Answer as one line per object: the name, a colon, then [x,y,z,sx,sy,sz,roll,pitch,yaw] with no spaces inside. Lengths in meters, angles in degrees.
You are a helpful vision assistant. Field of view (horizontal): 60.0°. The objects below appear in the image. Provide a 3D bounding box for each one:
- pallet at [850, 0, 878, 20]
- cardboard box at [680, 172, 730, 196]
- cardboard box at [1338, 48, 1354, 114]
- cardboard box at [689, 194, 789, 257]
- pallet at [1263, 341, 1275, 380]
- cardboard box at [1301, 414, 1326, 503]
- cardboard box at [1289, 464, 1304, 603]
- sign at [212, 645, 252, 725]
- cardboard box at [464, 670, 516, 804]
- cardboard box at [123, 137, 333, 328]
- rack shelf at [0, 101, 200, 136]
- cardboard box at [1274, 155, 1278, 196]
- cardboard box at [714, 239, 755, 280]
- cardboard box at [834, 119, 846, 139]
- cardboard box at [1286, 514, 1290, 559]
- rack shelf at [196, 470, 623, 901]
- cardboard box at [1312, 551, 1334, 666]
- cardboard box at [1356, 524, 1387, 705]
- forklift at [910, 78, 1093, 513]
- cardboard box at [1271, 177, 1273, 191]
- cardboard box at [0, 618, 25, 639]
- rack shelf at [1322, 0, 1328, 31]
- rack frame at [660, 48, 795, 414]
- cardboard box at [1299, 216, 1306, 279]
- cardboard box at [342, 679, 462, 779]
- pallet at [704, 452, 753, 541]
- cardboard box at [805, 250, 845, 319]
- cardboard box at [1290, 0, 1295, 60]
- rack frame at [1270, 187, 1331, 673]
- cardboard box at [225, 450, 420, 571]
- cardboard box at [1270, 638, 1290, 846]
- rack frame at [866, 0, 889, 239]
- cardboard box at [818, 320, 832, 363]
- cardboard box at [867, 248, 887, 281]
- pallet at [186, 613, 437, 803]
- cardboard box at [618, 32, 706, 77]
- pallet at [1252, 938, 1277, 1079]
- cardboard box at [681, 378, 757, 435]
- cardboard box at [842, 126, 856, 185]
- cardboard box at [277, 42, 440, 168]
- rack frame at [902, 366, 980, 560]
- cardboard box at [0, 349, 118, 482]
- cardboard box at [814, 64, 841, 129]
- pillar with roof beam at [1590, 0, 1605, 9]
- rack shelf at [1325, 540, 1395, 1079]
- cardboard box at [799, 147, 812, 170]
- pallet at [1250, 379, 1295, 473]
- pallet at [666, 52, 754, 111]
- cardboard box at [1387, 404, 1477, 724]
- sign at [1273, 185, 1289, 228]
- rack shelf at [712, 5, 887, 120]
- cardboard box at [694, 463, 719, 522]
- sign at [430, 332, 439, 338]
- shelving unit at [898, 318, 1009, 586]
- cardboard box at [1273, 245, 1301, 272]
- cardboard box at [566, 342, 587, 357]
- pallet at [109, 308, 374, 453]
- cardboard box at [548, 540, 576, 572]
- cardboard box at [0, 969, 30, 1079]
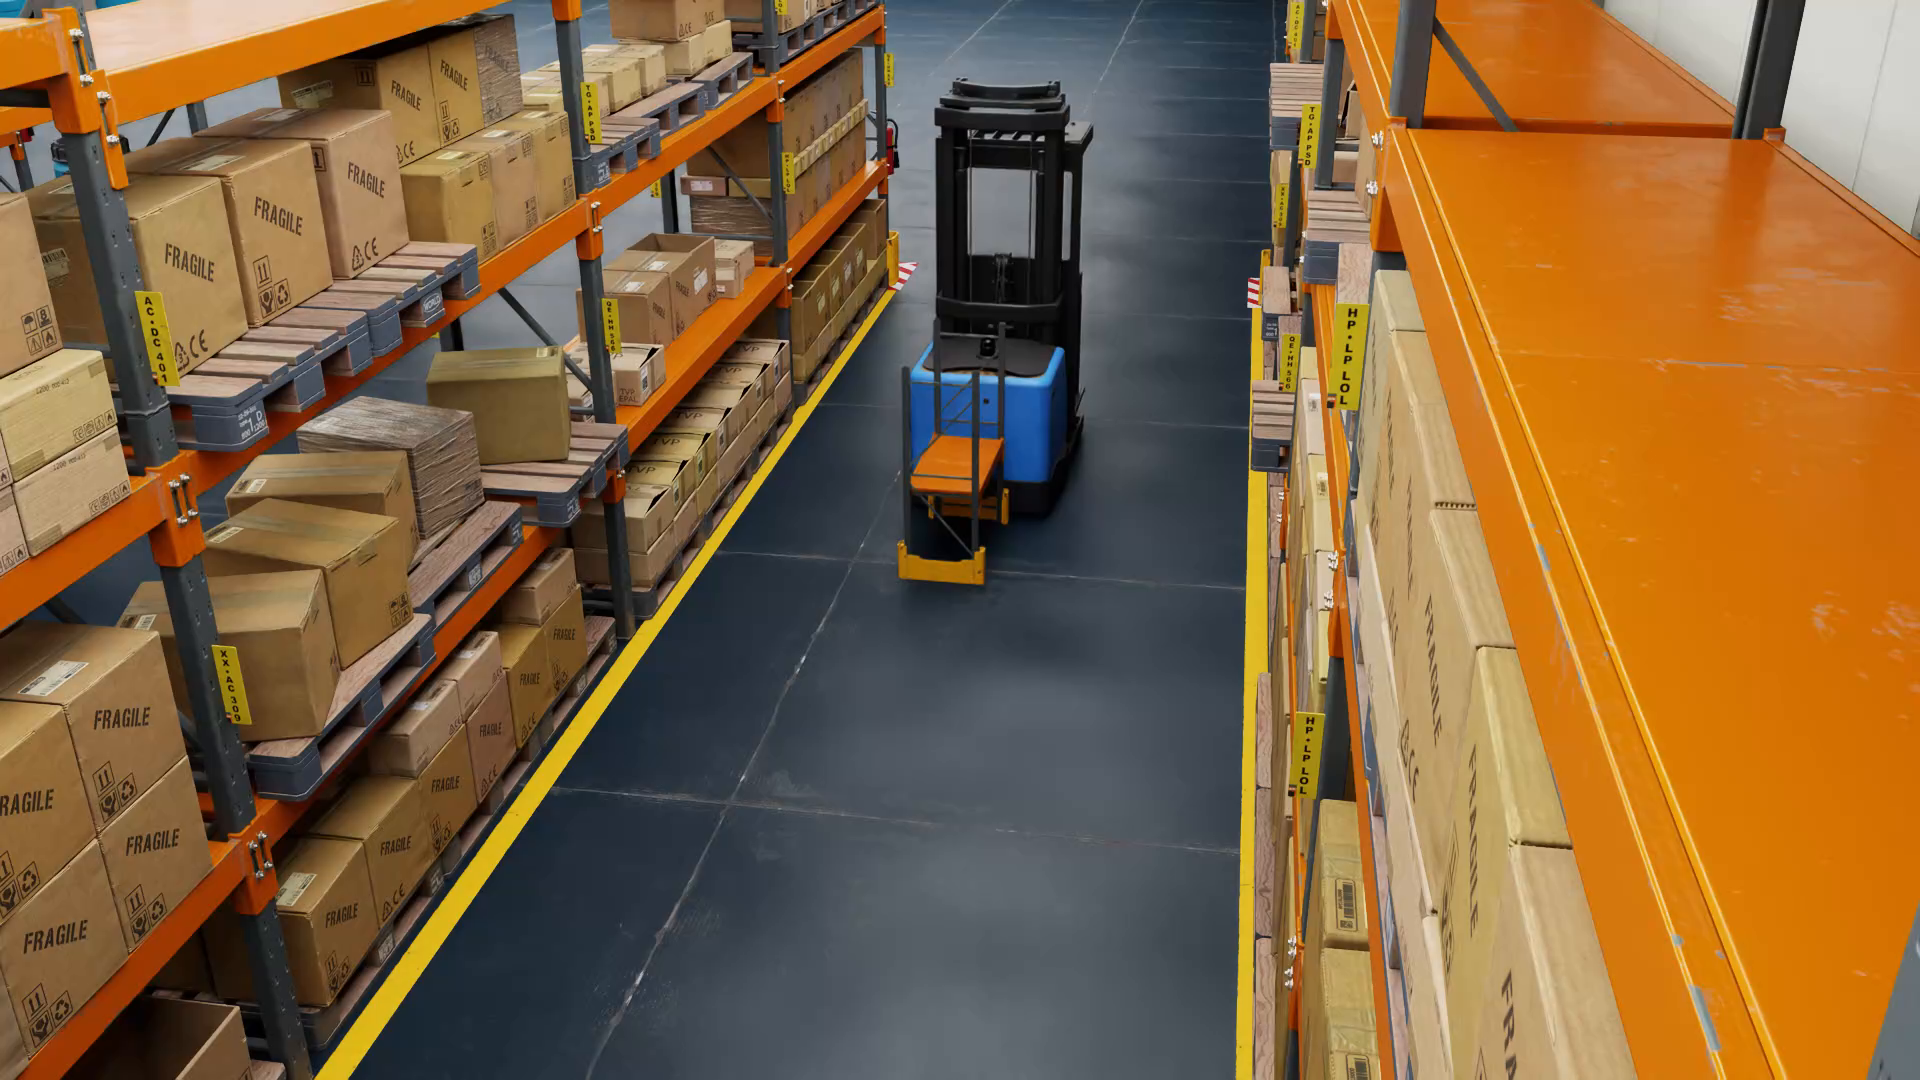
pallet: [-1.389,-5.153,15.830,1.003,0.211,1.213,4,25,9]
cardboard box: [-2.069,-2.923,13.617,0.380,0.149,0.250,4,25,8]
cardboard box: [2.616,-2.969,10.447,0.500,0.500,0.500,3,25,7]
cardboard box: [-1.836,-2.687,13.878,0.700,0.500,0.500,3,25,7]
pallet: [3.258,-1.646,15.061,1.003,0.211,1.213,4,25,9]
cardboard box: [1.838,-0.363,7.655,0.500,0.250,0.500,4,25,9]
cardboard box: [1.823,-0.019,7.803,0.500,0.500,0.500,4,25,8]
sign: [-2.673,0.533,6.096,0.100,0.325,0.005,4,25,9]
cardboard box: [-2.642,0.994,8.561,0.500,0.500,0.500,3,25,7]
cardboard box: [-2.968,-1.235,6.626,0.600,0.600,0.600,4,25,8]
rack shelf: [-7.115,-2.996,11.968,1.077,0.370,4.000,4,25,9]
cardboard box: [3.011,-3.250,14.468,0.500,0.500,0.500,5,26,10]
cardboard box: [-1.939,-2.178,13.087,0.500,0.250,0.500,6,26,12]
cardboard box: [-1.292,-3.863,15.626,0.380,0.149,0.250,5,26,10]
cardboard box: [1.873,-0.004,8.538,0.380,0.149,0.250,5,26,10]
rack shelf: [-2.883,0.380,8.293,1.077,0.370,4.000,4,25,9]
cardboard box: [1.595,0.277,6.287,0.500,0.250,0.500,5,25,10]
cardboard box: [1.208,0.189,3.878,0.500,0.250,0.500,3,25,7]
forklift: [0.407,-2.122,12.870,1.130,2.935,3.031,5,25,10]
cardboard box: [3.176,-3.327,15.518,0.500,0.250,0.500,3,25,7]
cardboard box: [-3.564,0.570,5.741,0.500,0.500,0.500,5,25,10]
rack shelf: [2.659,-3.487,9.950,1.077,0.370,4.000,4,25,9]
rack frame: [-1.902,-2.455,13.501,1.000,3.000,0.127,4,25,9]
cardboard box: [2.869,-2.148,12.207,0.700,0.500,0.500,4,25,9]
cardboard box: [-2.727,0.880,7.921,0.500,0.250,0.500,4,25,9]
pallet: [-2.181,-0.370,12.335,1.003,0.211,1.213,4,25,9]
cardboard box: [-1.354,-2.330,15.098,0.500,0.500,0.500,4,25,9]
cardboard box: [2.973,-4.200,13.549,0.500,0.500,0.500,3,25,6]
rack frame: [2.332,-0.441,9.198,1.000,3.000,0.127,4,25,9]
cardboard box: [-2.982,-0.088,7.831,0.700,0.500,0.500,-2,25,-5]
cardboard box: [1.933,1.007,8.145,0.750,0.750,0.750,4,25,8]
rack frame: [-1.248,-4.128,17.076,1.000,3.000,0.127,4,25,9]
cardboard box: [-1.440,-1.782,14.811,0.500,0.250,0.500,4,25,9]
cardboard box: [-1.044,-2.828,17.047,0.500,0.250,0.500,4,25,9]
pallet: [-2.971,0.651,7.092,1.003,0.211,1.213,4,25,9]
cardboard box: [-2.099,-3.449,11.768,0.500,0.250,0.500,2,25,3]
pallet: [1.730,2.167,6.915,1.003,0.211,1.213,4,25,9]
cardboard box: [-1.848,-1.038,12.561,0.500,0.311,0.500,4,25,8]
cardboard box: [-1.418,-3.759,16.169,0.700,0.500,0.500,5,25,10]
cardboard box: [-2.800,-2.030,7.758,0.500,0.500,0.500,4,25,9]
rack frame: [-0.124,-0.411,10.903,0.500,1.500,0.032,5,25,10]
cardboard box: [-3.021,-0.404,5.169,0.500,0.250,0.500,4,25,9]
cardboard box: [-1.508,-4.113,15.396,0.700,0.500,0.500,4,25,9]
pillar with roof beam: [-0.849,-3.940,9.596,9.100,9.000,0.400,4,25,9]
rack shelf: [1.351,1.036,3.353,1.077,0.370,4.000,4,25,9]
cardboard box: [-1.501,-3.321,14.467,0.380,0.149,0.250,3,25,7]
pallet: [2.343,-0.659,9.891,1.213,0.211,1.003,4,25,9]
pallet: [-2.033,-3.357,12.116,0.805,0.209,1.217,3,25,6]
cardboard box: [1.132,0.068,3.252,0.500,0.500,0.500,4,25,9]
sign: [2.449,-2.540,12.662,0.100,0.325,0.005,4,25,9]
rack shelf: [-1.575,-4.325,14.805,1.077,0.370,4.000,4,25,9]
cardboard box: [-2.020,-0.354,11.760,0.500,0.250,0.500,3,25,7]
sign: [-3.104,-1.344,9.761,0.100,0.325,0.005,4,25,9]
shelving unit: [-0.031,-0.619,11.348,0.587,1.500,1.083,5,25,10]
cardboard box: [2.764,-2.274,13.267,0.500,0.250,0.500,4,25,9]
cardboard box: [-2.403,-1.206,11.128,0.380,0.149,0.250,6,26,12]
pallet: [-3.034,-0.651,6.330,1.213,0.211,1.003,4,25,9]
cardboard box: [-2.710,0.036,10.928,0.500,0.250,0.500,5,25,10]
cardboard box: [-3.203,1.503,4.927,0.500,0.500,0.500,5,25,10]
